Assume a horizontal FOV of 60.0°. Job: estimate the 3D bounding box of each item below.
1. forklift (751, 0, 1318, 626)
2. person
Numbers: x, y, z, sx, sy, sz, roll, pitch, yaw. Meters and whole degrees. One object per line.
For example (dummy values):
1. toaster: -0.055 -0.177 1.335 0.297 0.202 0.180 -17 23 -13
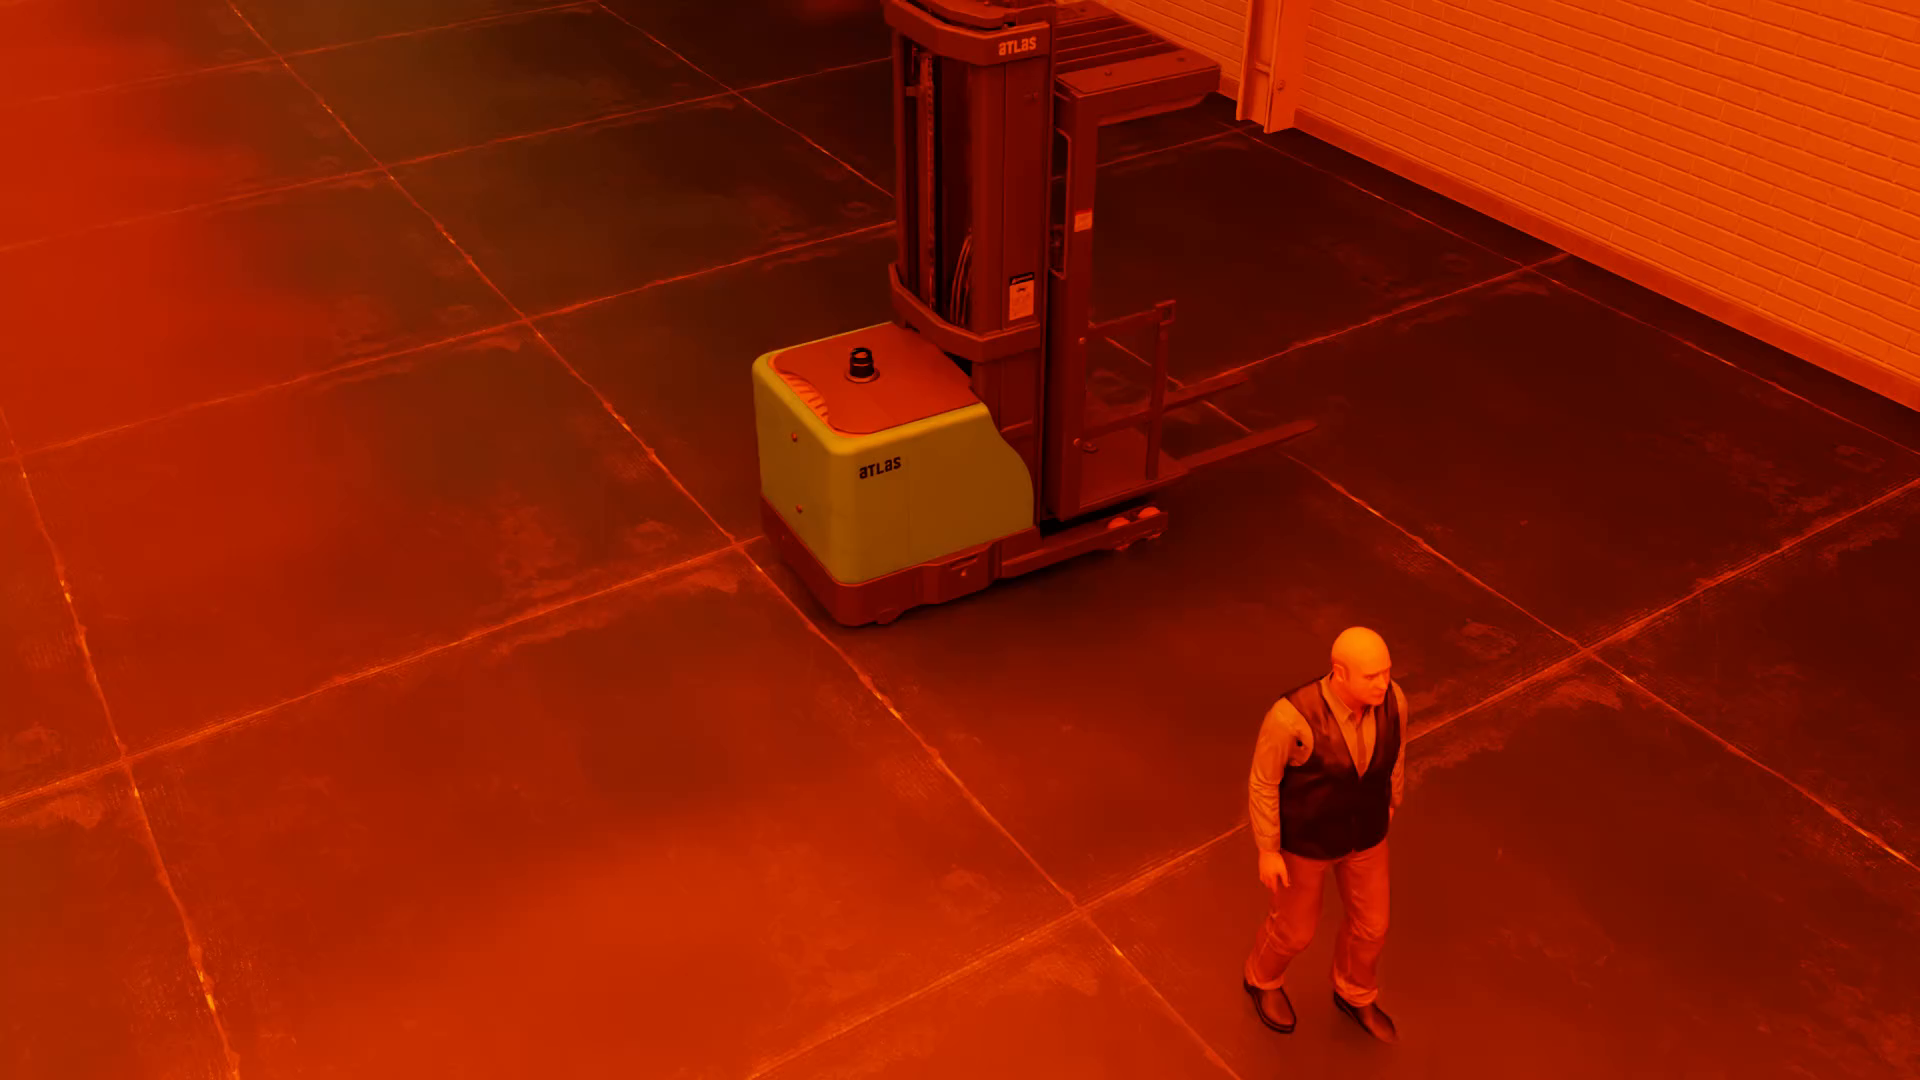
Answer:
1. forklift: 0.506 -1.395 8.132 3.031 2.935 1.130 -18 39 -24
2. person: 1.296 1.062 5.728 0.614 1.751 0.513 -12 37 -17
